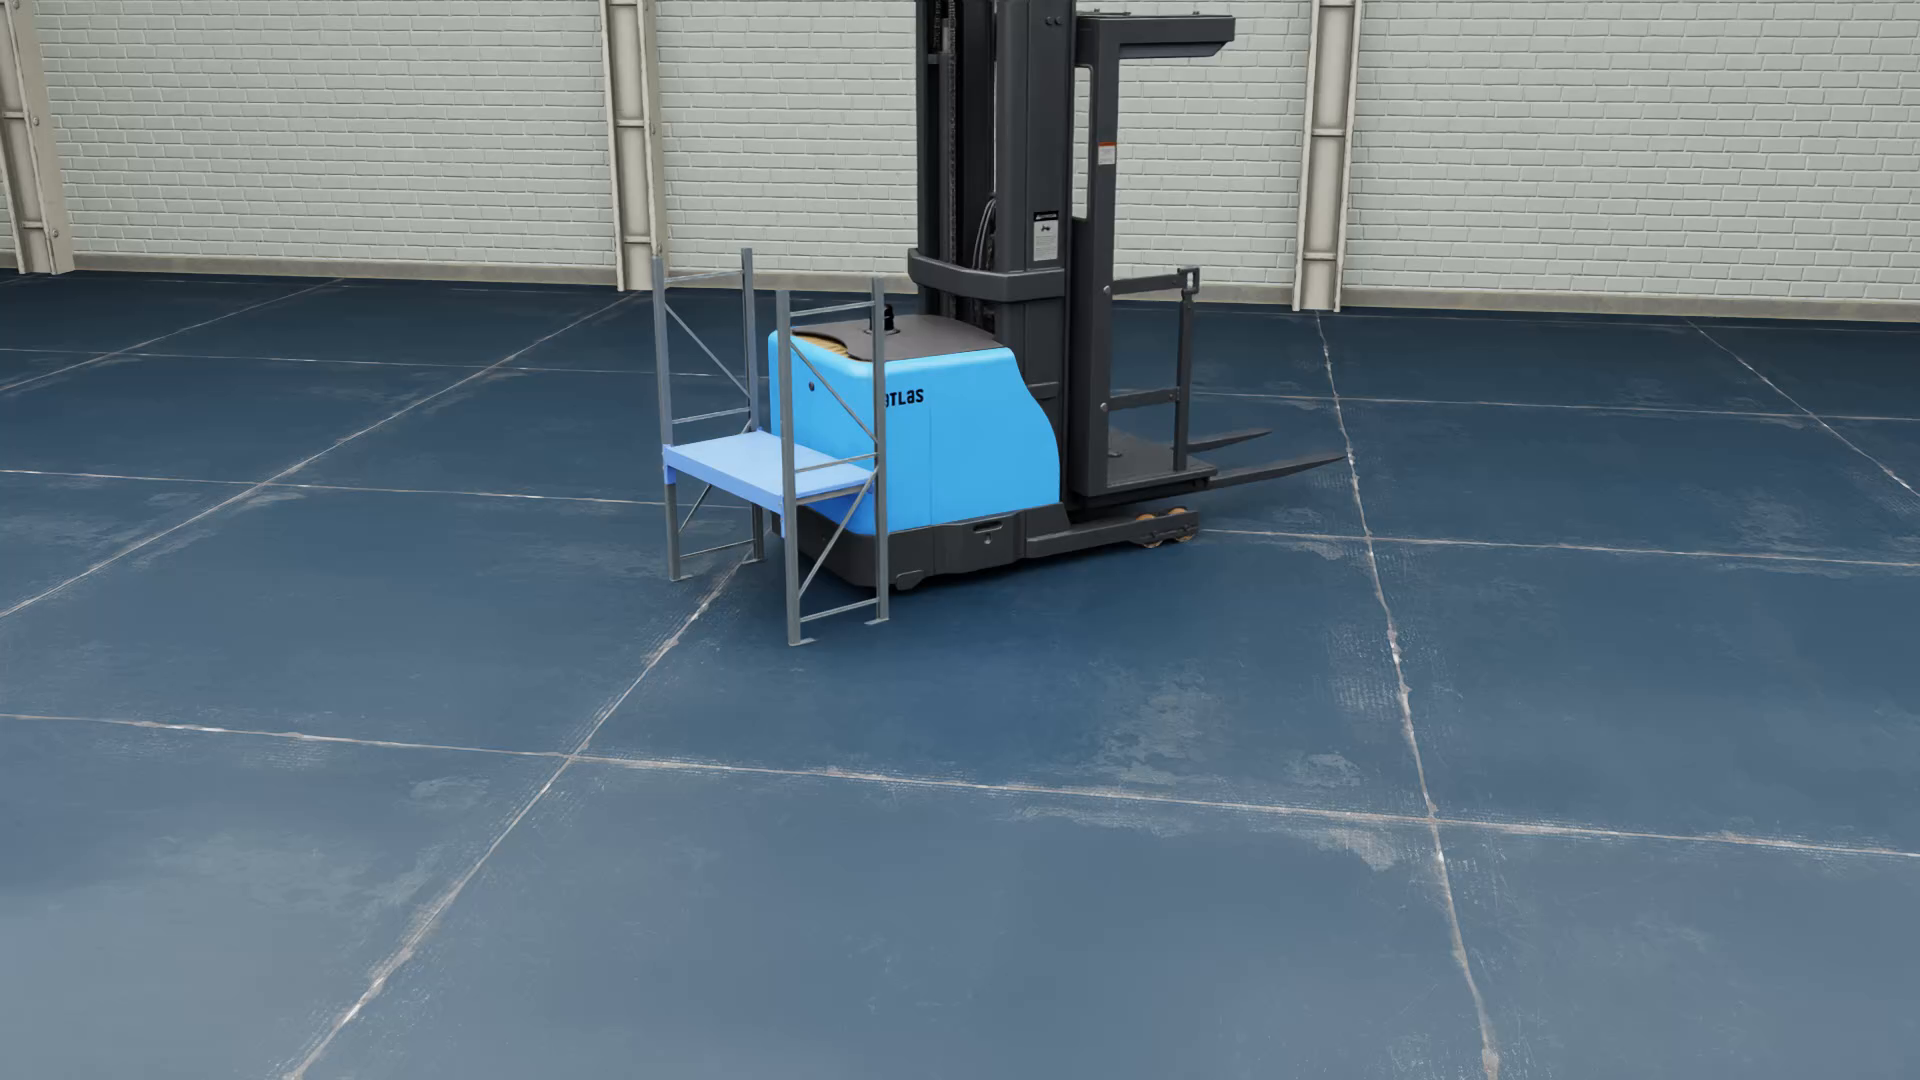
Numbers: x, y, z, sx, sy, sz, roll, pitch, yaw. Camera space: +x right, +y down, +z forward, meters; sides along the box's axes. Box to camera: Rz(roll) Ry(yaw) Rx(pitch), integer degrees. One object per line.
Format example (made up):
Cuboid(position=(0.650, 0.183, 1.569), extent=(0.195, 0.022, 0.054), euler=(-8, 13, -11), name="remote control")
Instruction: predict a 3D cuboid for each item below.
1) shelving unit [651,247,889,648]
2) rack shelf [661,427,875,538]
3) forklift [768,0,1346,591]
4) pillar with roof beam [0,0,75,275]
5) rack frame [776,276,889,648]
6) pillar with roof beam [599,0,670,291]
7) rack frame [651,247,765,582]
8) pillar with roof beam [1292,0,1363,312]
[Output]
Cuboid(position=(-0.831, -0.440, 7.255), extent=(0.538, 1.500, 1.048), euler=(-14, 23, -36), name="shelving unit")
Cuboid(position=(-0.831, -0.270, 7.312), extent=(0.538, 0.185, 1.000), euler=(-14, 23, -36), name="rack shelf")
Cuboid(position=(0.605, -1.483, 8.117), extent=(3.031, 2.935, 1.130), euler=(-10, 21, -28), name="forklift")
Cuboid(position=(-9.484, -5.512, 10.594), extent=(0.400, 9.000, 9.100), euler=(3, 19, 9), name="pillar with roof beam")
Cuboid(position=(-0.515, -0.314, 6.877), extent=(0.500, 1.500, 0.032), euler=(-14, 23, -36), name="rack frame")
Cuboid(position=(-3.560, -5.210, 9.692), extent=(0.400, 9.000, 9.100), euler=(3, 19, 9), name="pillar with roof beam")
Cuboid(position=(-1.146, -0.567, 7.633), extent=(0.500, 1.500, 0.032), euler=(-14, 23, -36), name="rack frame")
Cuboid(position=(2.364, -4.908, 8.789), extent=(0.400, 9.000, 9.100), euler=(3, 19, 9), name="pillar with roof beam")
